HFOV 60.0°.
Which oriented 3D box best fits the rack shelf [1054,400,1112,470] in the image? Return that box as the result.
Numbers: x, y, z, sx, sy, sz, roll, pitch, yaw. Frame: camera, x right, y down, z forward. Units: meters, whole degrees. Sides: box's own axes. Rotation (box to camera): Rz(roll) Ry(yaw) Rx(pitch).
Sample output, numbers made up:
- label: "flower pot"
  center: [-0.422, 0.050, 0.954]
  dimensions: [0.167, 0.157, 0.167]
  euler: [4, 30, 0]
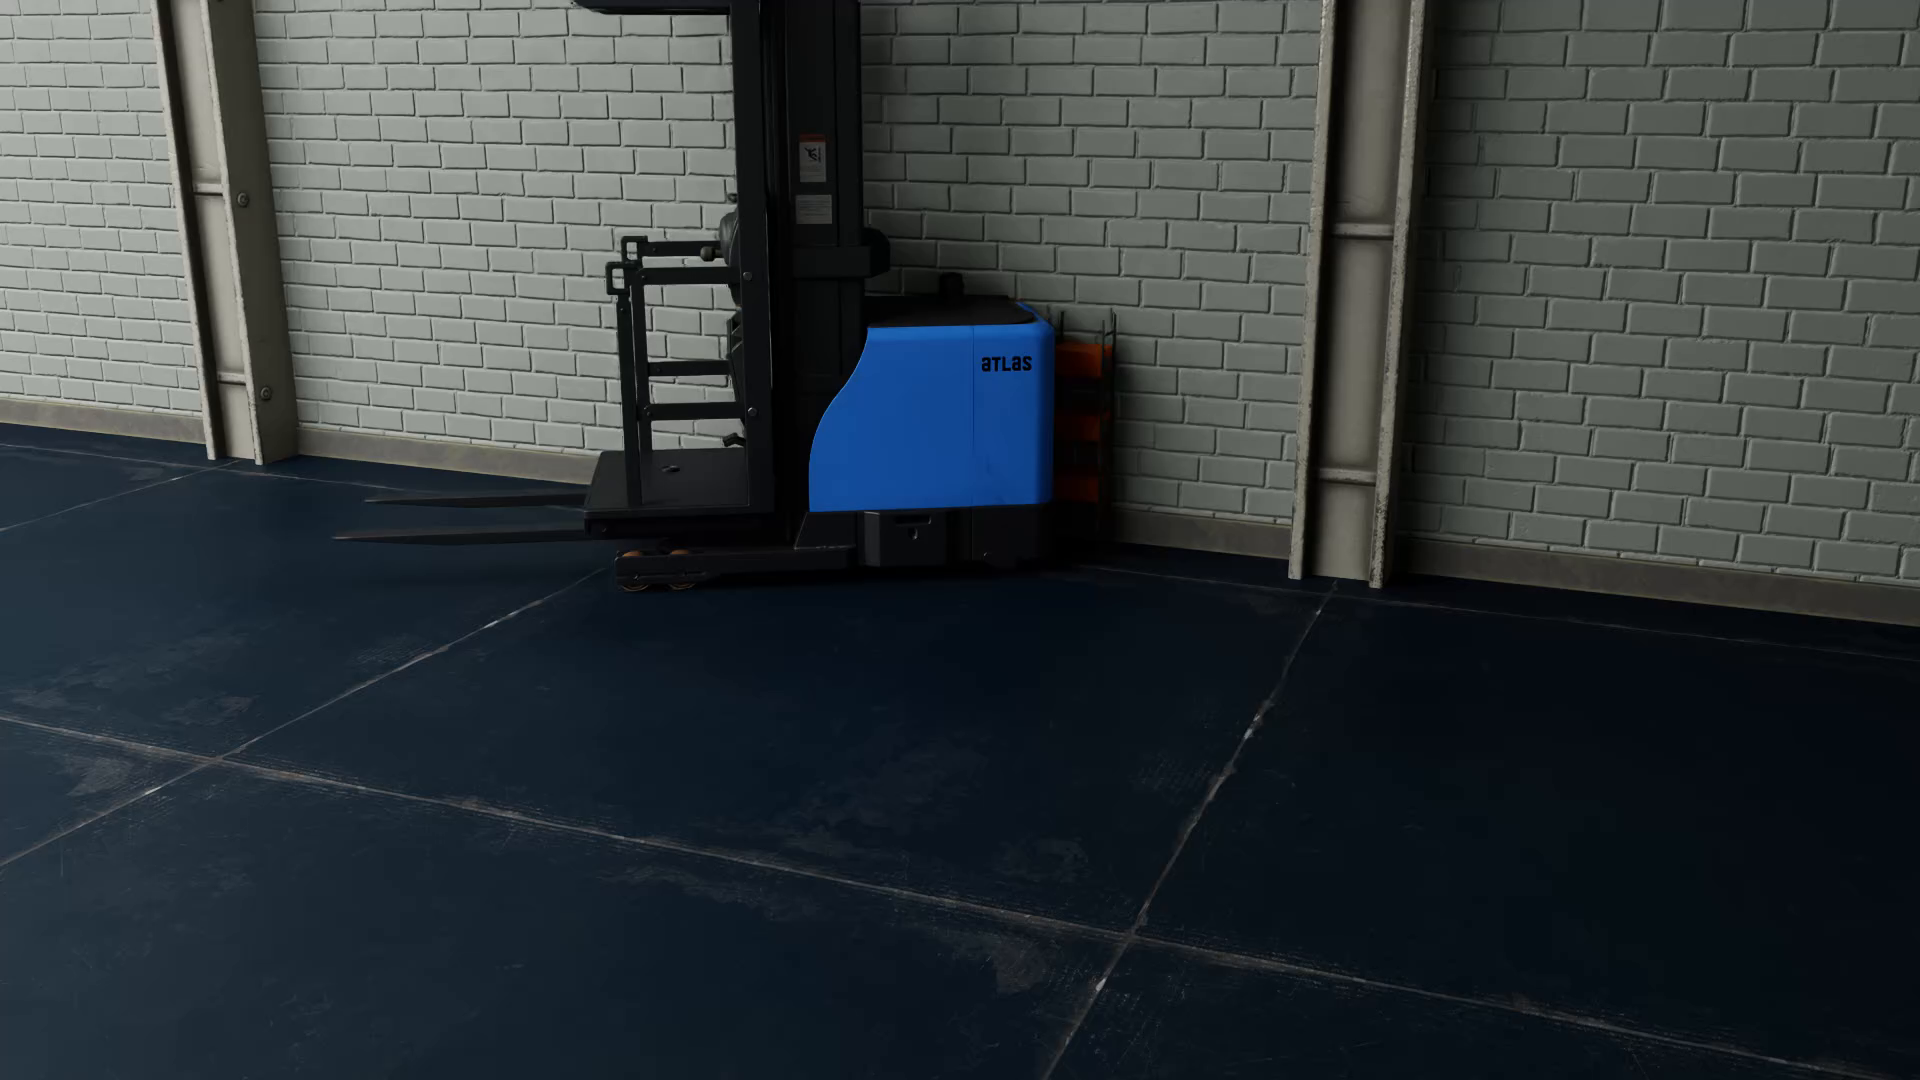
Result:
- label: "rack shelf"
  center: [0.539, -0.471, 7.450]
  dimensions: [0.240, 0.259, 0.215]
  euler: [6, 17, 20]

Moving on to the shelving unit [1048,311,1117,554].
- label: "shelving unit"
  center: [0.539, -0.481, 7.447]
  dimensions: [0.252, 1.050, 0.215]
  euler: [6, 17, 20]

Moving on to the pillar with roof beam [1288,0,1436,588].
- label: "pillar with roof beam"
  center: [0.065, -3.061, 2.078]
  dimensions: [0.400, 9.000, 9.100]
  euler: [6, 17, 21]

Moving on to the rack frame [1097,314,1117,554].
- label: "rack frame"
  center: [0.653, -0.469, 7.405]
  dimensions: [0.008, 1.050, 0.200]
  euler: [6, 17, 20]

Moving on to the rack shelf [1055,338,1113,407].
- label: "rack shelf"
  center: [0.539, -0.743, 7.371]
  dimensions: [0.240, 0.259, 0.215]
  euler: [6, 17, 20]

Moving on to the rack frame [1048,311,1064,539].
- label: "rack frame"
  center: [0.425, -0.493, 7.489]
  dimensions: [0.008, 1.050, 0.200]
  euler: [6, 17, 20]

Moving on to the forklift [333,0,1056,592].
- label: "forklift"
  center: [-1.146, -1.349, 7.064]
  dimensions: [3.031, 2.935, 1.130]
  euler: [-2, 16, -7]

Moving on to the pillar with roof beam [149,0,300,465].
- label: "pillar with roof beam"
  center: [-5.517, -3.675, 4.193]
  dimensions: [0.400, 9.000, 9.100]
  euler: [6, 17, 21]

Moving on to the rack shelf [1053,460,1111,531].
- label: "rack shelf"
  center: [0.539, -0.204, 7.528]
  dimensions: [0.240, 0.259, 0.215]
  euler: [6, 17, 20]
